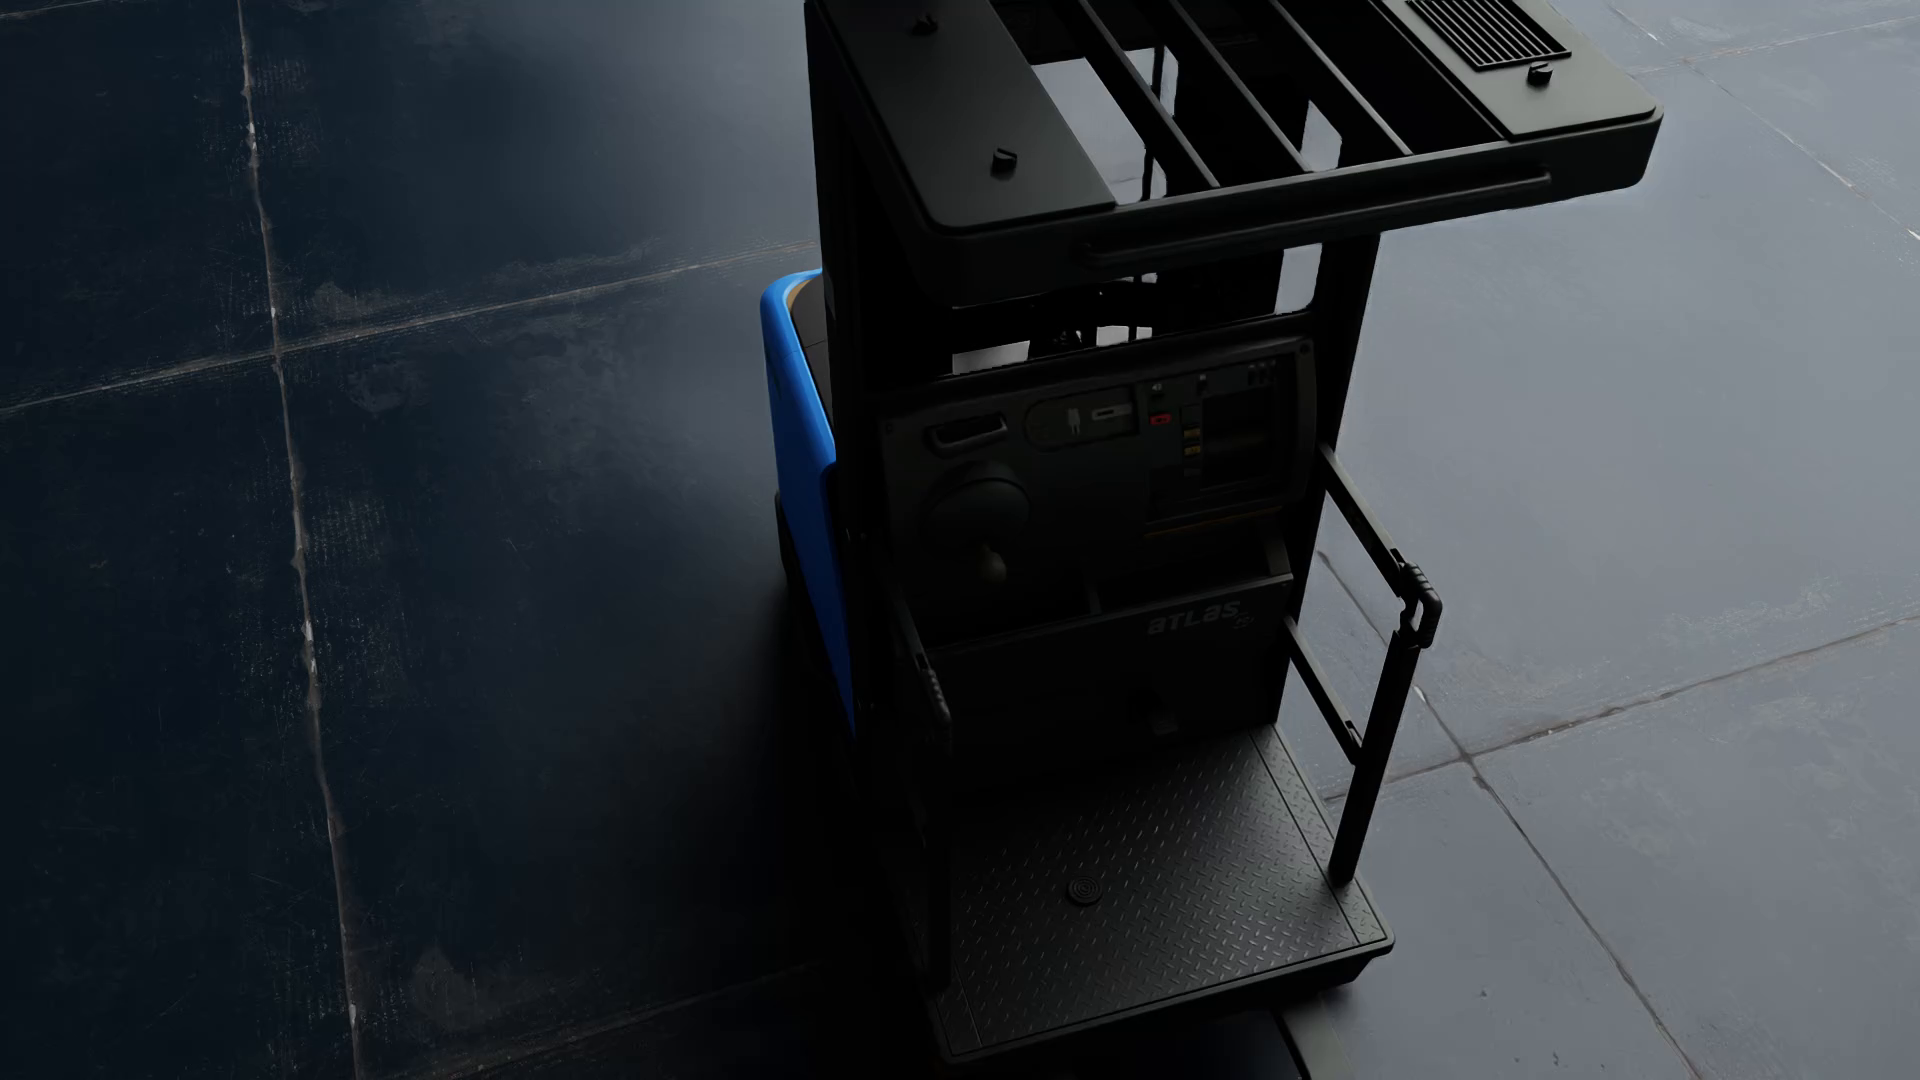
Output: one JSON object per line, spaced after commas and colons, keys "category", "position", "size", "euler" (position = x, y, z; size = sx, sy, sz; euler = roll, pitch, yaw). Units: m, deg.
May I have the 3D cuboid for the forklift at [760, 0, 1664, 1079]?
{"category": "forklift", "position": [0.355, -0.071, 3.252], "size": [1.130, 2.935, 3.031], "euler": [-12, 46, -11]}
